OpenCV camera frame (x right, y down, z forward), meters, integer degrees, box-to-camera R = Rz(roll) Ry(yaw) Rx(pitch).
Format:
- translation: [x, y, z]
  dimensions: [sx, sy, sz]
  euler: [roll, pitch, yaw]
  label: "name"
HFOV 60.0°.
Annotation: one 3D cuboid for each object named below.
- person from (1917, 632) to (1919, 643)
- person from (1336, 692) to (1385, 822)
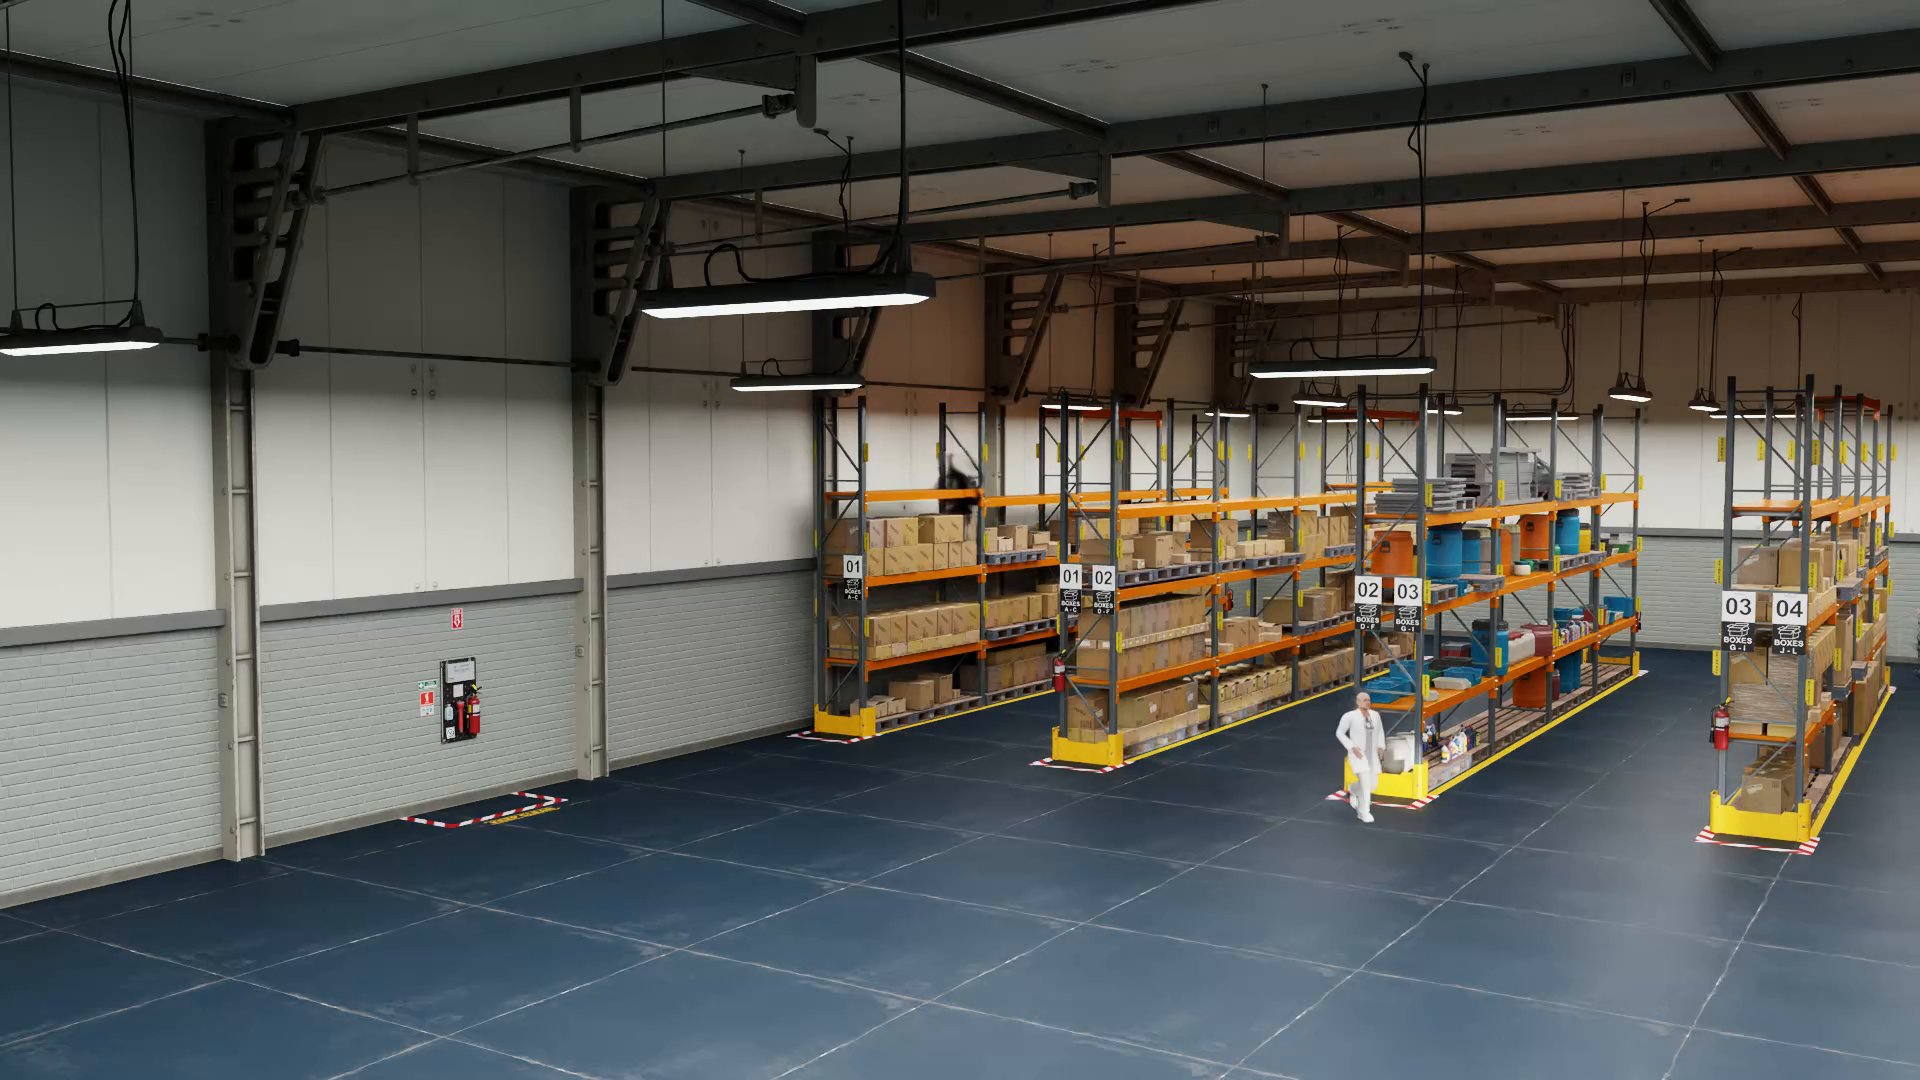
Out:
- translation: [20.452, 2.351, 34.947]
  dimensions: [0.702, 1.665, 0.543]
  euler: [-2, 3, -31]
  label: "person"
- translation: [5.481, 2.940, 22.747]
  dimensions: [0.736, 1.732, 0.730]
  euler: [-1, 3, -20]
  label: "person"
